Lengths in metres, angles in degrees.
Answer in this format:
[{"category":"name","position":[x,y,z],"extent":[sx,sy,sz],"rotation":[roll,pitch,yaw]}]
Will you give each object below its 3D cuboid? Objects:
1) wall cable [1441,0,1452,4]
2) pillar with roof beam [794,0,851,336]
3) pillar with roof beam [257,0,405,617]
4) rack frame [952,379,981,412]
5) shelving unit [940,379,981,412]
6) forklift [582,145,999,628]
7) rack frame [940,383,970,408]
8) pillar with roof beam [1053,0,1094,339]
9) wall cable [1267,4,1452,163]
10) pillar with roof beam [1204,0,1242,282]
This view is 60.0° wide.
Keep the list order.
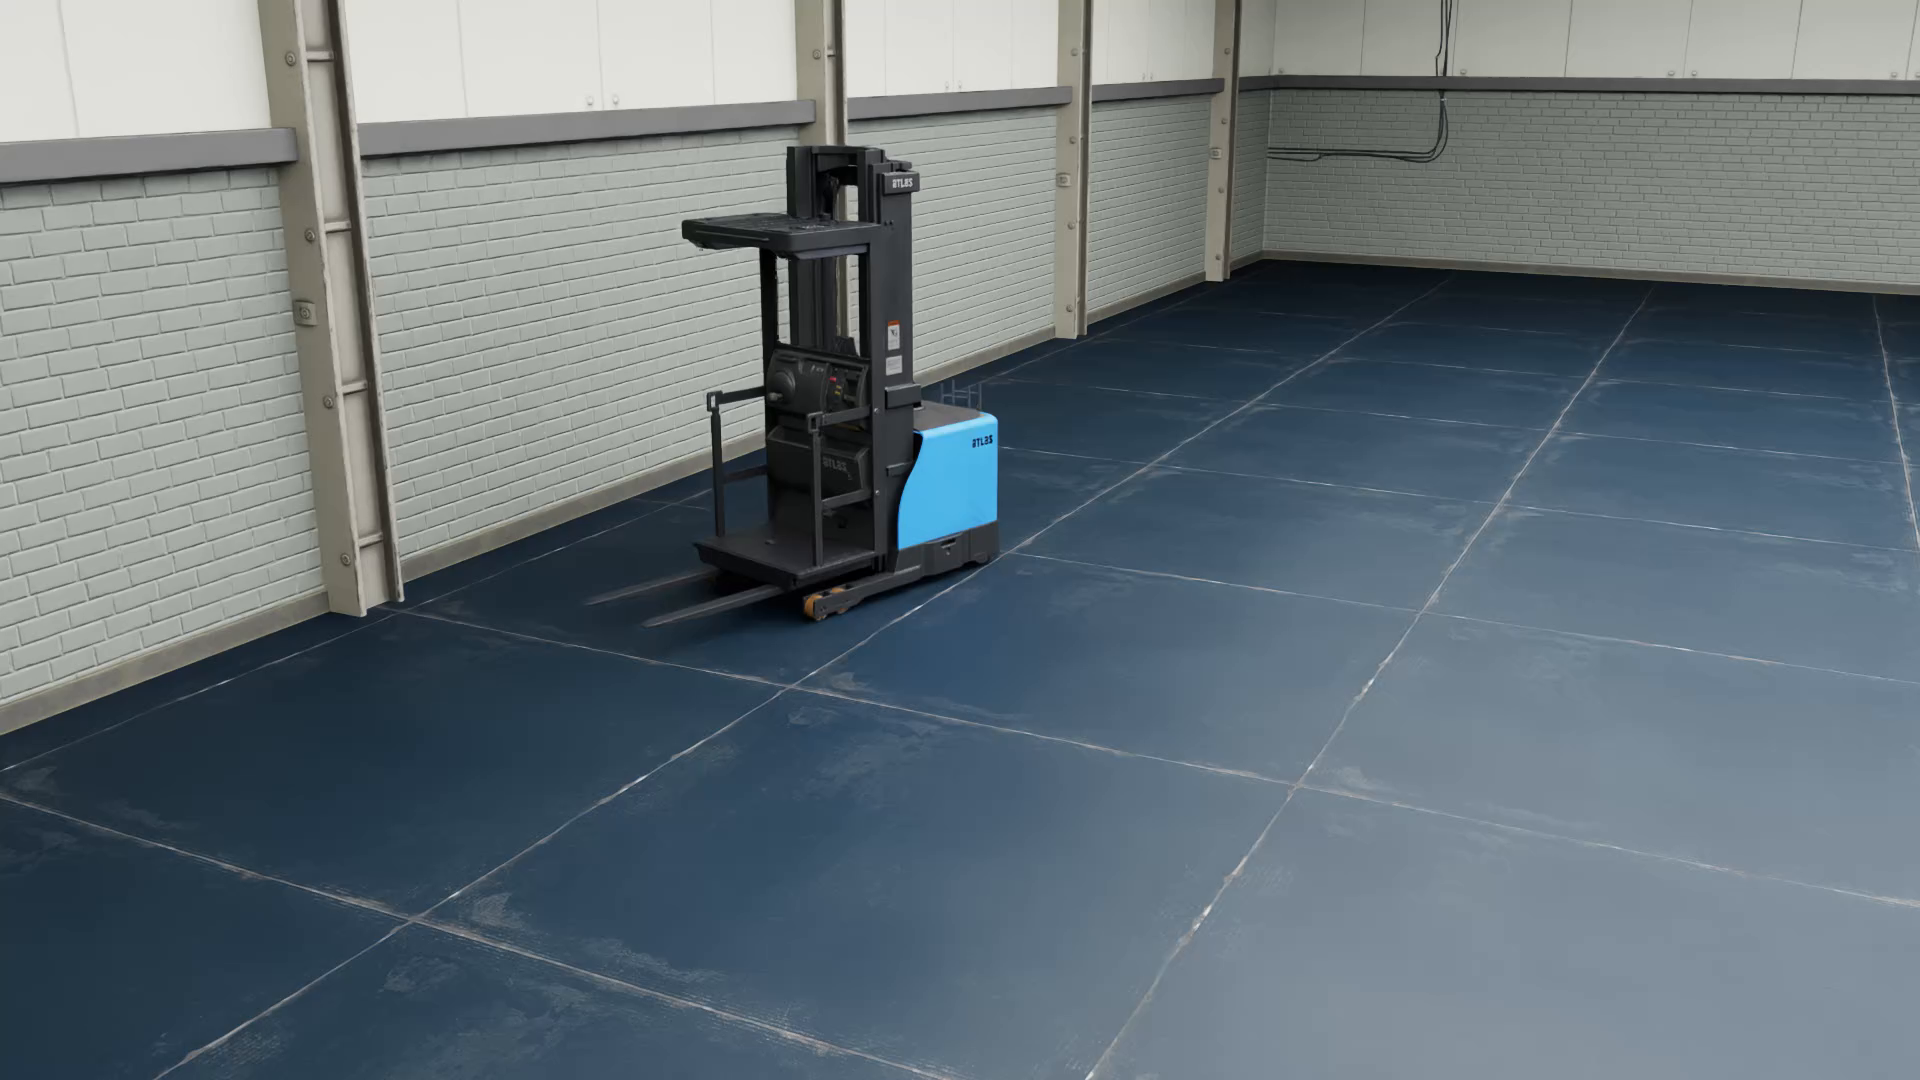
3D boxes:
[{"category":"wall cable","position":[9.010,-9.636,25.747],"extent":[3.097,2.526,0.112],"rotation":[8,18,25]},{"category":"pillar with roof beam","position":[2.580,-4.861,13.087],"extent":[9.100,9.000,0.400],"rotation":[8,18,25]},{"category":"pillar with roof beam","position":[-0.101,-3.333,7.942],"extent":[9.100,9.000,0.400],"rotation":[8,18,25]},{"category":"rack frame","position":[0.047,-0.602,12.444],"extent":[0.240,1.200,0.006],"rotation":[8,18,25]},{"category":"shelving unit","position":[0.006,-0.579,12.366],"extent":[0.258,1.200,0.189],"rotation":[8,18,25]},{"category":"forklift","position":[-1.095,-1.048,10.905],"extent":[1.130,2.935,3.031],"rotation":[15,22,41]},{"category":"rack frame","position":[-0.034,-0.556,12.287],"extent":[0.240,1.200,0.006],"rotation":[8,18,25]},{"category":"pillar with roof beam","position":[5.261,-6.390,18.233],"extent":[9.100,9.000,0.400],"rotation":[8,18,25]},{"category":"wall cable","position":[6.590,-7.559,27.624],"extent":[3.097,2.526,0.112],"rotation":[8,18,25]},{"category":"pillar with roof beam","position":[7.942,-7.918,23.378],"extent":[9.100,9.000,0.400],"rotation":[8,18,25]}]
